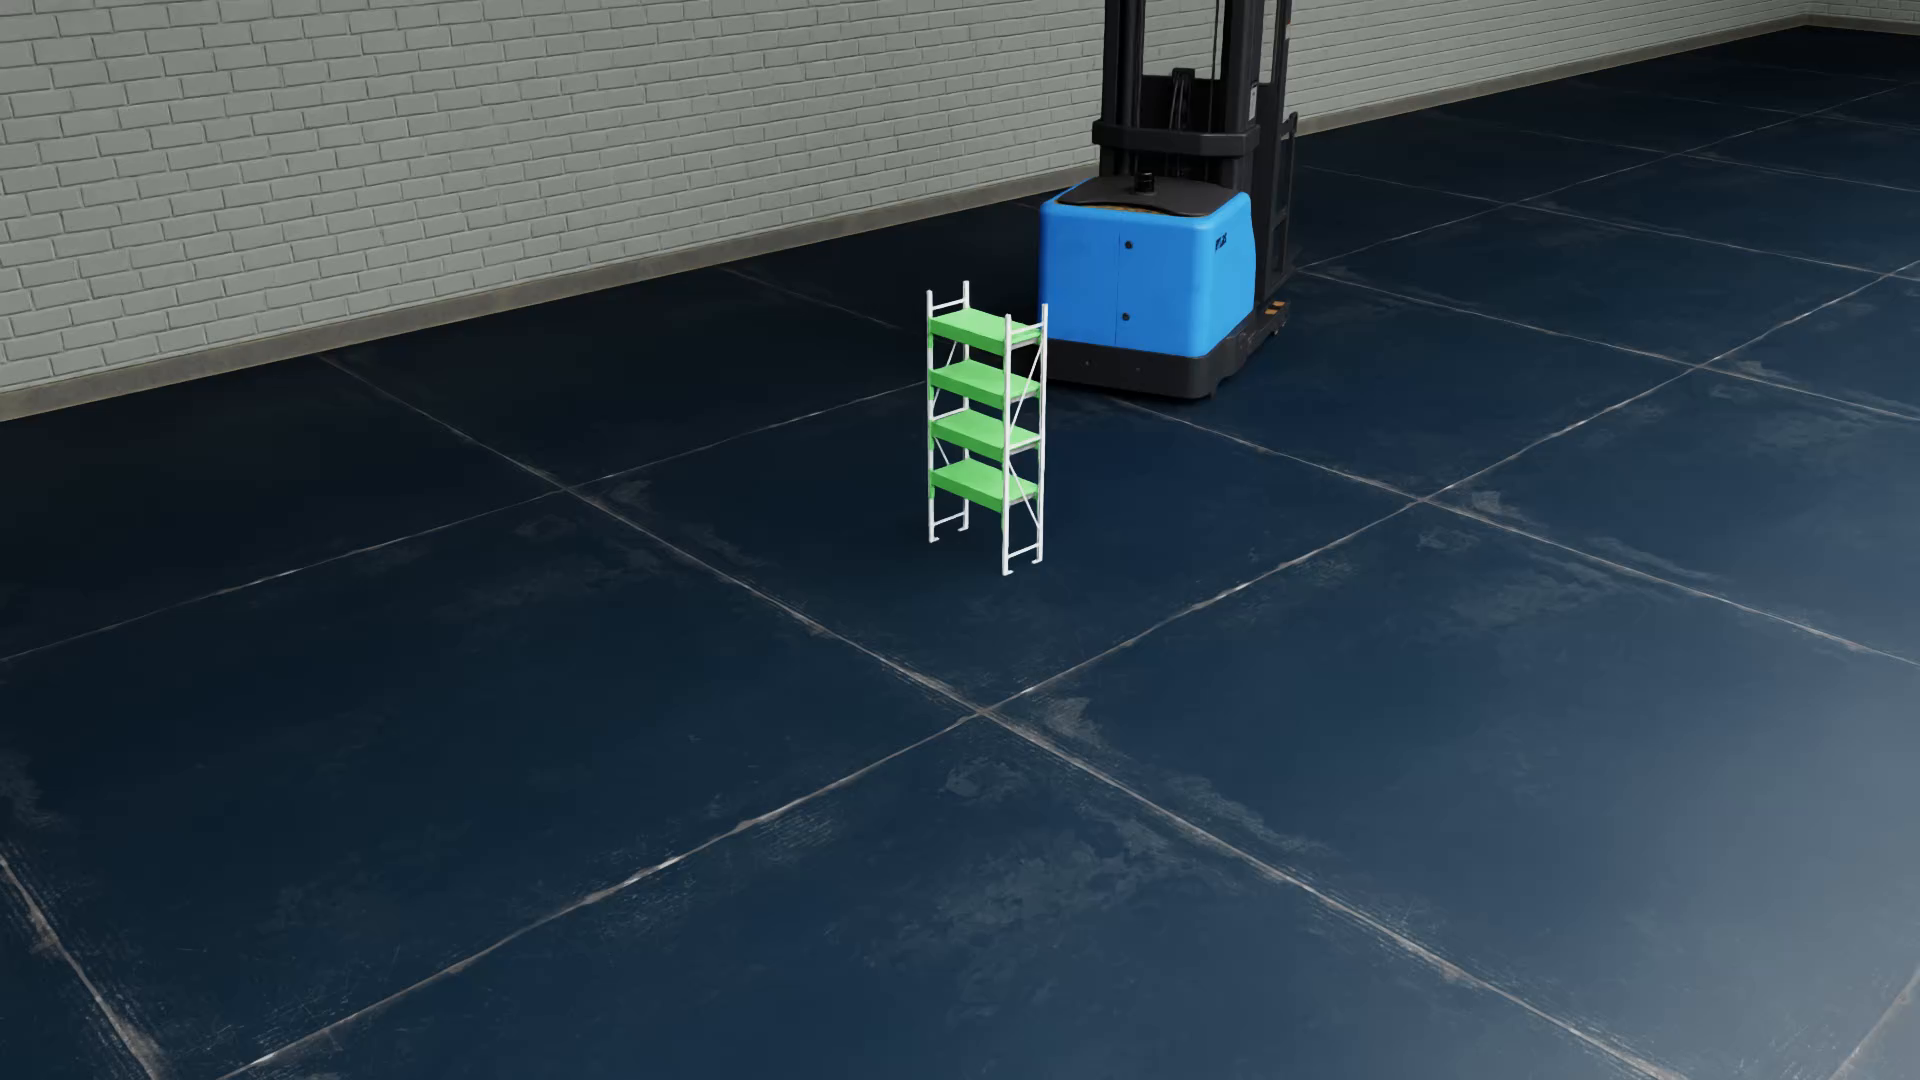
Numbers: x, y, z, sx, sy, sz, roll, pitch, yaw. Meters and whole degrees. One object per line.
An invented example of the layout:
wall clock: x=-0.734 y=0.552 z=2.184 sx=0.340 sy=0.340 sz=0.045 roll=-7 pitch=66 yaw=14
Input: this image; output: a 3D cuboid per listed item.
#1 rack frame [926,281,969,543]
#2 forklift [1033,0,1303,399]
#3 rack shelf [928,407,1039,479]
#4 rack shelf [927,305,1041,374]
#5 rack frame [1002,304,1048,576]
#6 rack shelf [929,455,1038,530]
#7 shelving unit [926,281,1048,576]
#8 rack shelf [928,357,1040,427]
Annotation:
rack frame: x=-0.054 y=-0.570 z=7.553 sx=0.240 sy=1.200 sz=0.015 roll=-21 pitch=32 yaw=-38
forklift: x=1.495 y=-2.707 z=10.152 sx=1.130 sy=2.935 sz=3.031 roll=11 pitch=27 yaw=22
rack shelf: x=0.113 y=-0.438 z=7.418 sx=0.258 sy=0.148 sz=0.480 roll=-21 pitch=32 yaw=-38
rack shelf: x=0.113 y=-0.874 z=7.218 sx=0.258 sy=0.148 sz=0.480 roll=-21 pitch=32 yaw=-38
rack frame: x=0.280 y=-0.422 z=7.229 sx=0.240 sy=1.200 sz=0.015 roll=-21 pitch=32 yaw=-38
rack shelf: x=0.113 y=-0.219 z=7.517 sx=0.258 sy=0.148 sz=0.480 roll=-21 pitch=32 yaw=-38
shelving unit: x=0.113 y=-0.496 z=7.391 sx=0.258 sy=1.200 sz=0.503 roll=-21 pitch=32 yaw=-38
rack shelf: x=0.113 y=-0.656 z=7.318 sx=0.258 sy=0.148 sz=0.480 roll=-21 pitch=32 yaw=-38
